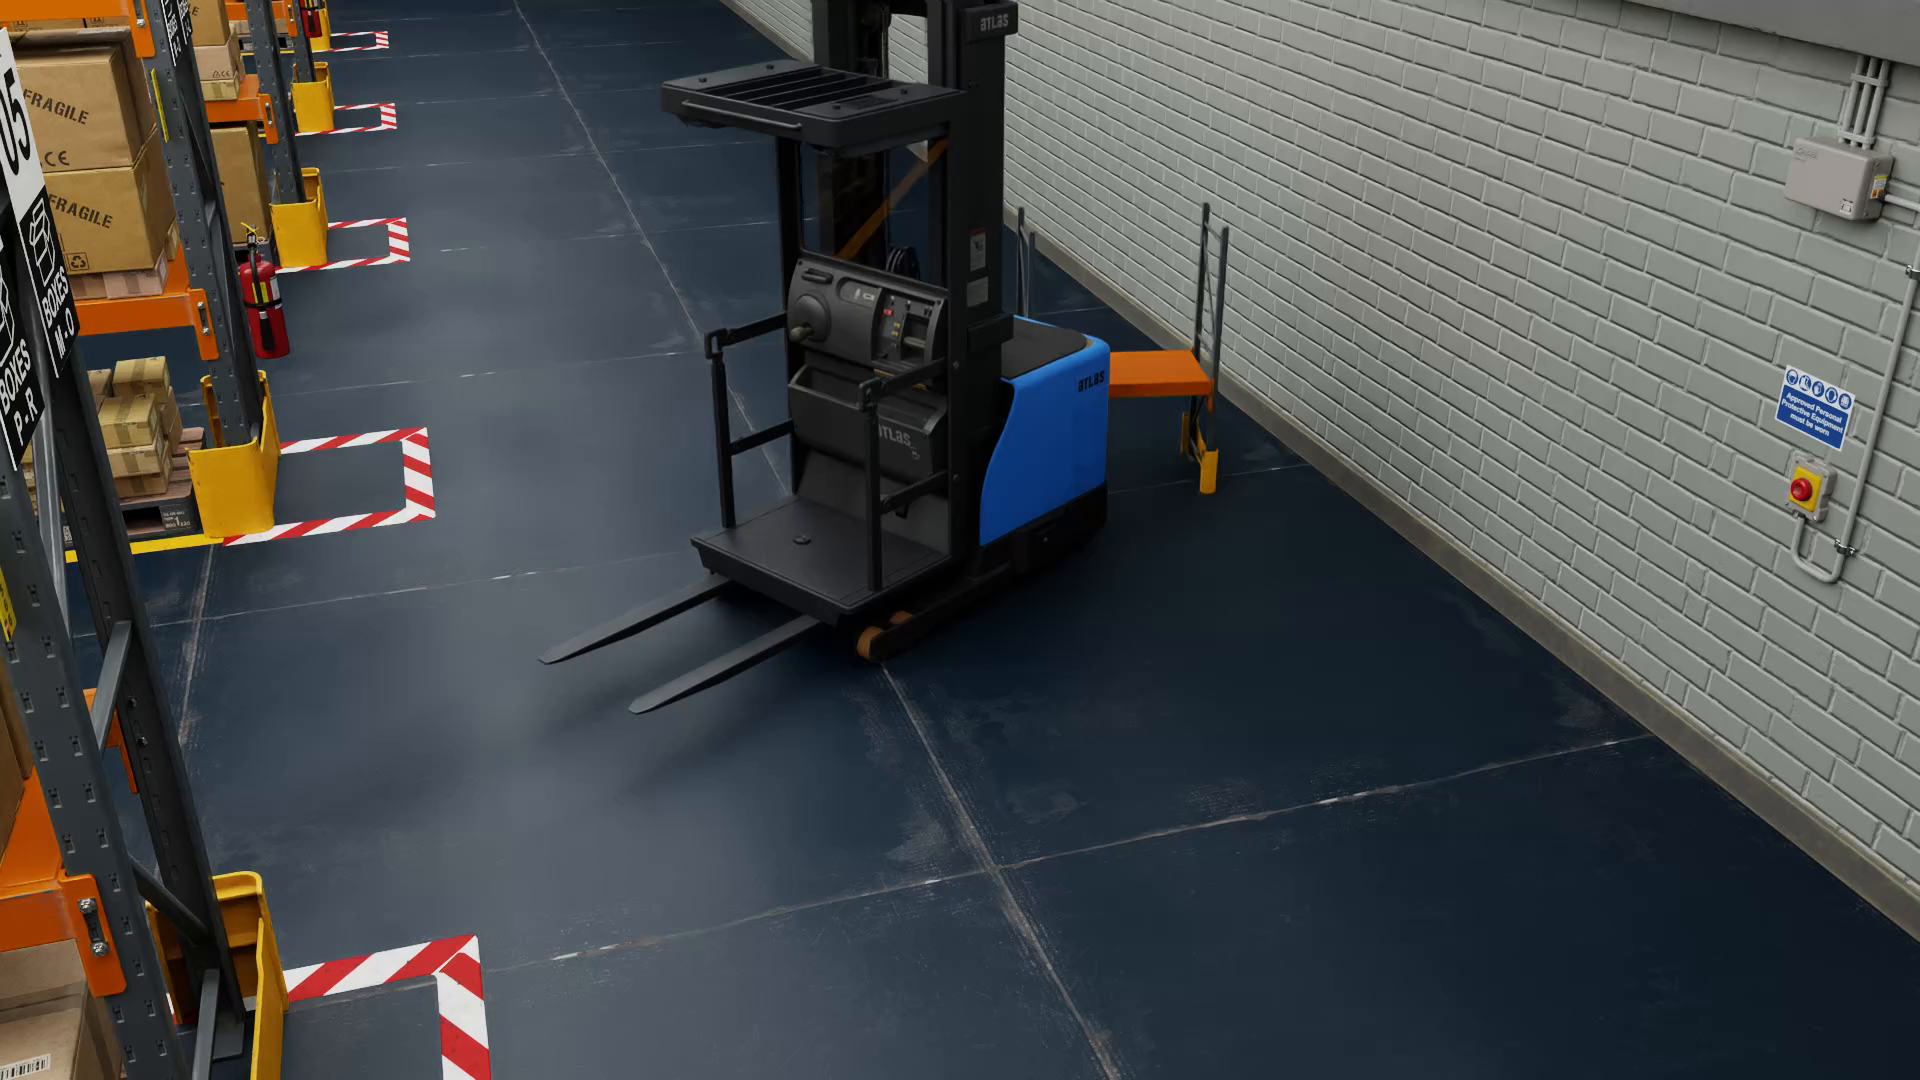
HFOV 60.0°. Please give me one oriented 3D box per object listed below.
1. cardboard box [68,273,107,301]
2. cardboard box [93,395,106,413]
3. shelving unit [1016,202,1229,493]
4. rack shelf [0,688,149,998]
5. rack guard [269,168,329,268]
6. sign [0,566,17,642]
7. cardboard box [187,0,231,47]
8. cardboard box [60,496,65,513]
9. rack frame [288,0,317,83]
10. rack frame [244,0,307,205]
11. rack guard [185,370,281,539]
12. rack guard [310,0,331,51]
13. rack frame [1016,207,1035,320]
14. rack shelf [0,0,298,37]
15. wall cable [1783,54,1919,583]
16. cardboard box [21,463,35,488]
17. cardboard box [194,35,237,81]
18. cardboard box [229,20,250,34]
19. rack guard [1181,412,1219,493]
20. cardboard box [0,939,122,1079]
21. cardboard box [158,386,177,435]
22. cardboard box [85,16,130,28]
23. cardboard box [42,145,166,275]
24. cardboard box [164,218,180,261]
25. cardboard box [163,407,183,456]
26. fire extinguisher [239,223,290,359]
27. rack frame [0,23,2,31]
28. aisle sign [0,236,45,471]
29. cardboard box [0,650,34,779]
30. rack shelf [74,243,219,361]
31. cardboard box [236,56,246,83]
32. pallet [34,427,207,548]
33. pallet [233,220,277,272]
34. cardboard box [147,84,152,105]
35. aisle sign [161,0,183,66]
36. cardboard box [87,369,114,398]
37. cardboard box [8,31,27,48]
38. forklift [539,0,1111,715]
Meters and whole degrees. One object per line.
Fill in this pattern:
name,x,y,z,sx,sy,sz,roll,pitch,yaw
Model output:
cardboard box,-4.395,-1.329,8.336,0.250,0.149,0.380,-8,28,-16
cardboard box,-4.606,-0.611,8.673,0.250,0.149,0.380,-8,27,-15
shelving unit,0.867,-1.044,9.166,1.083,1.500,0.587,-2,26,-5
rack shelf,-4.197,1.053,4.065,4.000,0.370,1.077,-8,28,-16
rack guard,-5.341,-2.619,13.463,0.348,0.500,1.175,-8,28,-16
sign,-2.141,0.062,3.684,0.005,0.325,0.100,-8,28,-16
cardboard box,-5.746,-3.959,12.342,0.500,0.500,0.500,-8,27,-15
cardboard box,-4.573,-0.296,8.707,0.250,0.149,0.380,-7,27,-15
rack frame,-6.898,-5.829,17.118,0.127,3.000,1.000,-8,28,-16
rack frame,-5.364,-3.735,12.900,0.127,3.000,1.000,-8,28,-16
rack guard,-3.997,-0.494,9.183,0.348,0.500,1.175,-8,28,-16
rack guard,-8.501,-6.794,21.873,0.348,0.500,1.175,-8,28,-16
rack frame,0.352,-1.024,9.126,0.032,1.500,0.500,-2,26,-5
rack shelf,-8.800,-5.232,16.724,4.000,0.370,1.077,-8,28,-16
wall cable,3.059,-0.800,5.811,0.123,1.953,0.585,-8,28,-16
cardboard box,-4.831,-0.403,8.587,0.250,0.149,0.380,-9,28,-18
cardboard box,-5.743,-3.622,12.507,0.500,0.250,0.500,-9,28,-17
cardboard box,-9.282,-6.655,21.474,0.250,0.166,0.380,-8,28,-16
rack guard,1.363,-0.504,9.483,0.087,0.250,0.587,-2,26,-5
cardboard box,-2.892,1.548,4.668,0.875,0.438,0.875,-9,28,-18
cardboard box,-4.502,-0.705,9.196,0.250,0.149,0.380,-7,27,-14
cardboard box,-6.380,-4.116,12.659,0.500,0.500,0.500,-9,28,-17
cardboard box,-4.272,-1.631,8.216,0.500,0.500,0.500,-8,27,-15
cardboard box,-4.334,-1.605,8.893,0.250,0.149,0.380,-8,28,-17
cardboard box,-4.522,-0.598,9.316,0.250,0.149,0.380,-8,27,-15
fire extinguisher,-3.542,-1.262,8.425,0.183,0.674,0.296,-8,28,-16
rack frame,-2.295,-2.232,3.126,0.127,3.000,1.000,-8,28,-16
aisle sign,-2.131,-0.588,3.638,0.004,0.787,0.394,-8,28,-16
cardboard box,-2.841,0.355,4.549,0.500,0.500,0.500,-8,28,-17
rack shelf,-5.826,-1.026,8.253,4.000,0.370,1.077,-8,28,-16
cardboard box,-5.804,-3.713,13.139,0.250,0.149,0.380,-8,27,-16
pallet,-4.780,-0.268,9.052,1.213,0.211,1.003,-8,28,-16
pallet,-6.100,-2.343,13.232,1.213,0.211,1.003,-8,28,-16
cardboard box,-6.088,-3.364,12.434,0.250,0.149,0.380,-8,28,-16
aisle sign,-3.762,-2.672,7.835,0.004,0.787,0.394,-8,28,-16
cardboard box,-4.753,-0.784,9.021,0.250,0.149,0.380,-8,27,-15
cardboard box,-4.911,-2.228,8.293,0.500,0.500,0.500,-7,27,-15
forklift,-0.578,-1.003,7.473,1.130,2.935,3.031,21,33,36
